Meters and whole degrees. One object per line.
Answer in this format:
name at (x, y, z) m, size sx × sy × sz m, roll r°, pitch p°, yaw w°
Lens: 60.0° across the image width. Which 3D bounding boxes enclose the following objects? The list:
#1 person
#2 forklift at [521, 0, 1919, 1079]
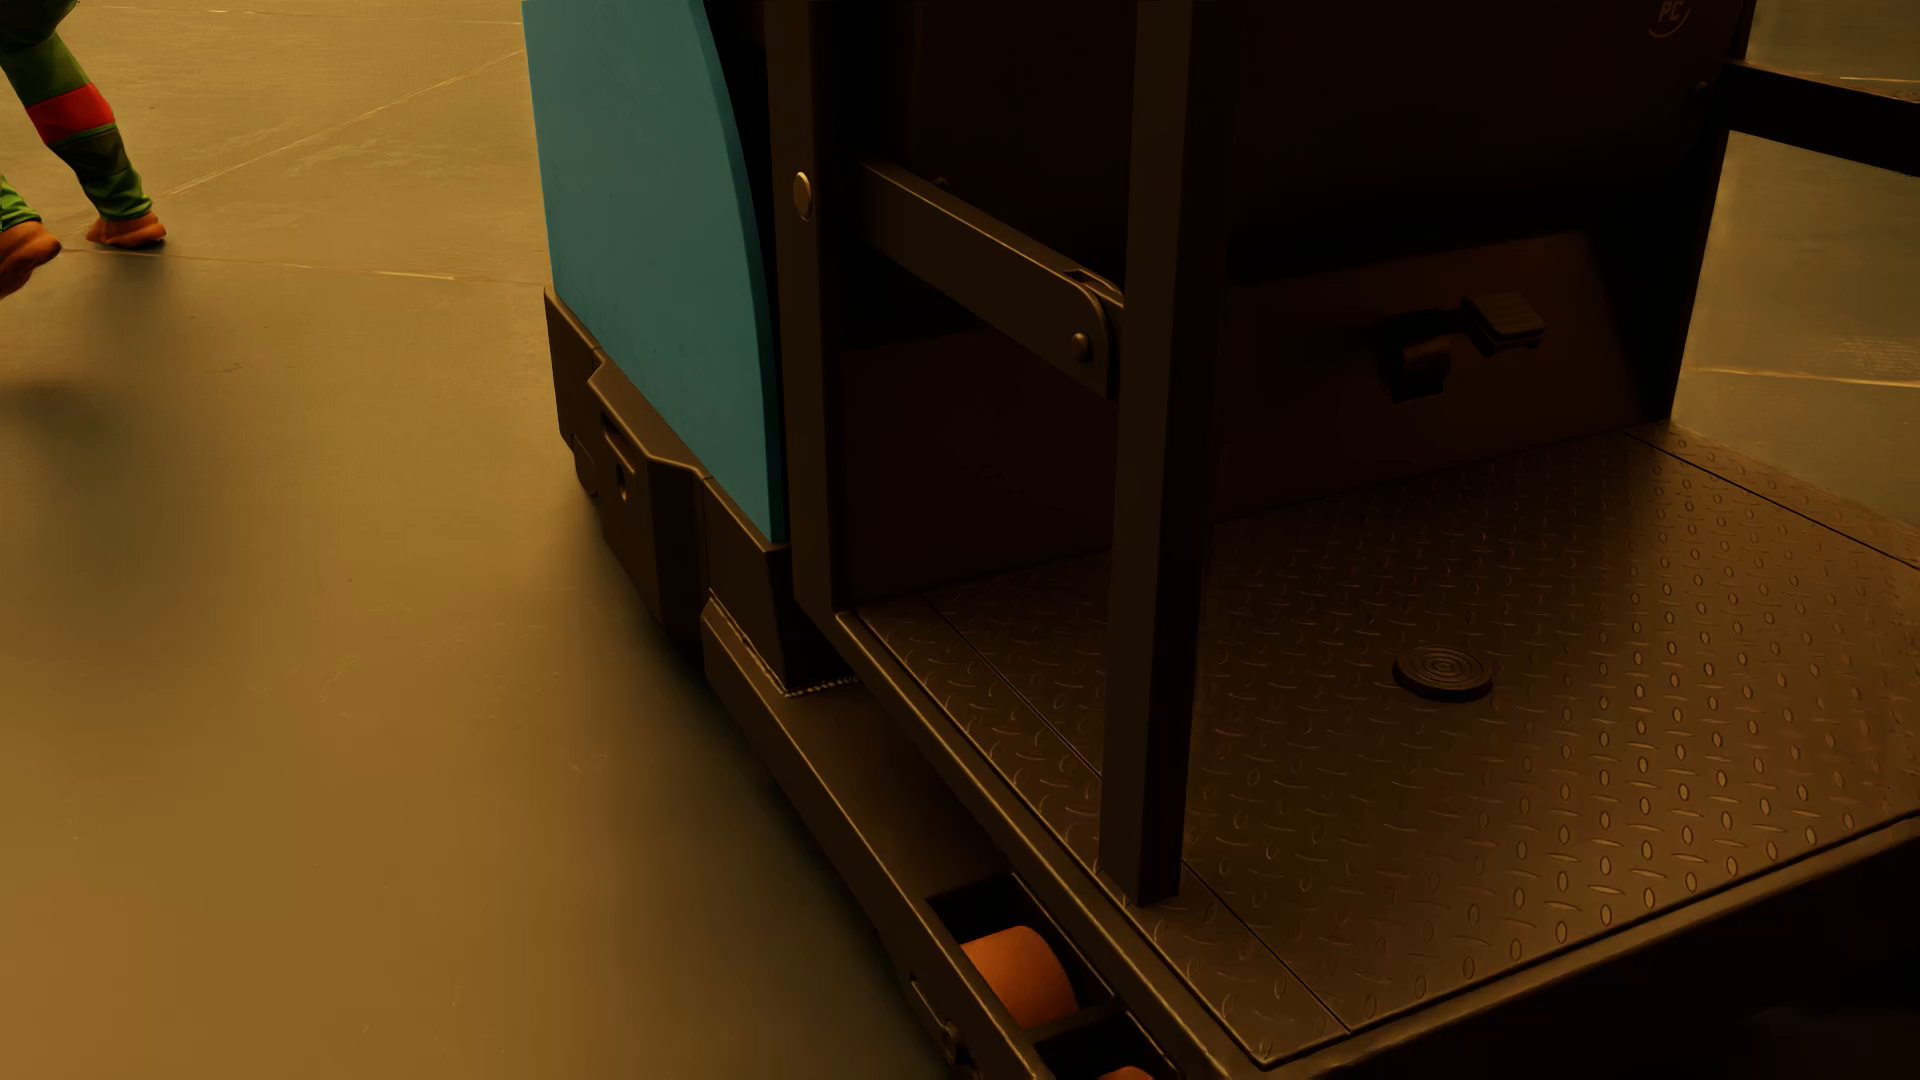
person at (-1.894, -1.281, 3.305) m, size 0.510 × 1.664 × 1.189 m, roll 2°, pitch 27°, yaw 3°
forklift at (0.455, -0.944, 1.117) m, size 1.130 × 2.935 × 3.031 m, roll -12°, pitch 29°, yaw -23°
